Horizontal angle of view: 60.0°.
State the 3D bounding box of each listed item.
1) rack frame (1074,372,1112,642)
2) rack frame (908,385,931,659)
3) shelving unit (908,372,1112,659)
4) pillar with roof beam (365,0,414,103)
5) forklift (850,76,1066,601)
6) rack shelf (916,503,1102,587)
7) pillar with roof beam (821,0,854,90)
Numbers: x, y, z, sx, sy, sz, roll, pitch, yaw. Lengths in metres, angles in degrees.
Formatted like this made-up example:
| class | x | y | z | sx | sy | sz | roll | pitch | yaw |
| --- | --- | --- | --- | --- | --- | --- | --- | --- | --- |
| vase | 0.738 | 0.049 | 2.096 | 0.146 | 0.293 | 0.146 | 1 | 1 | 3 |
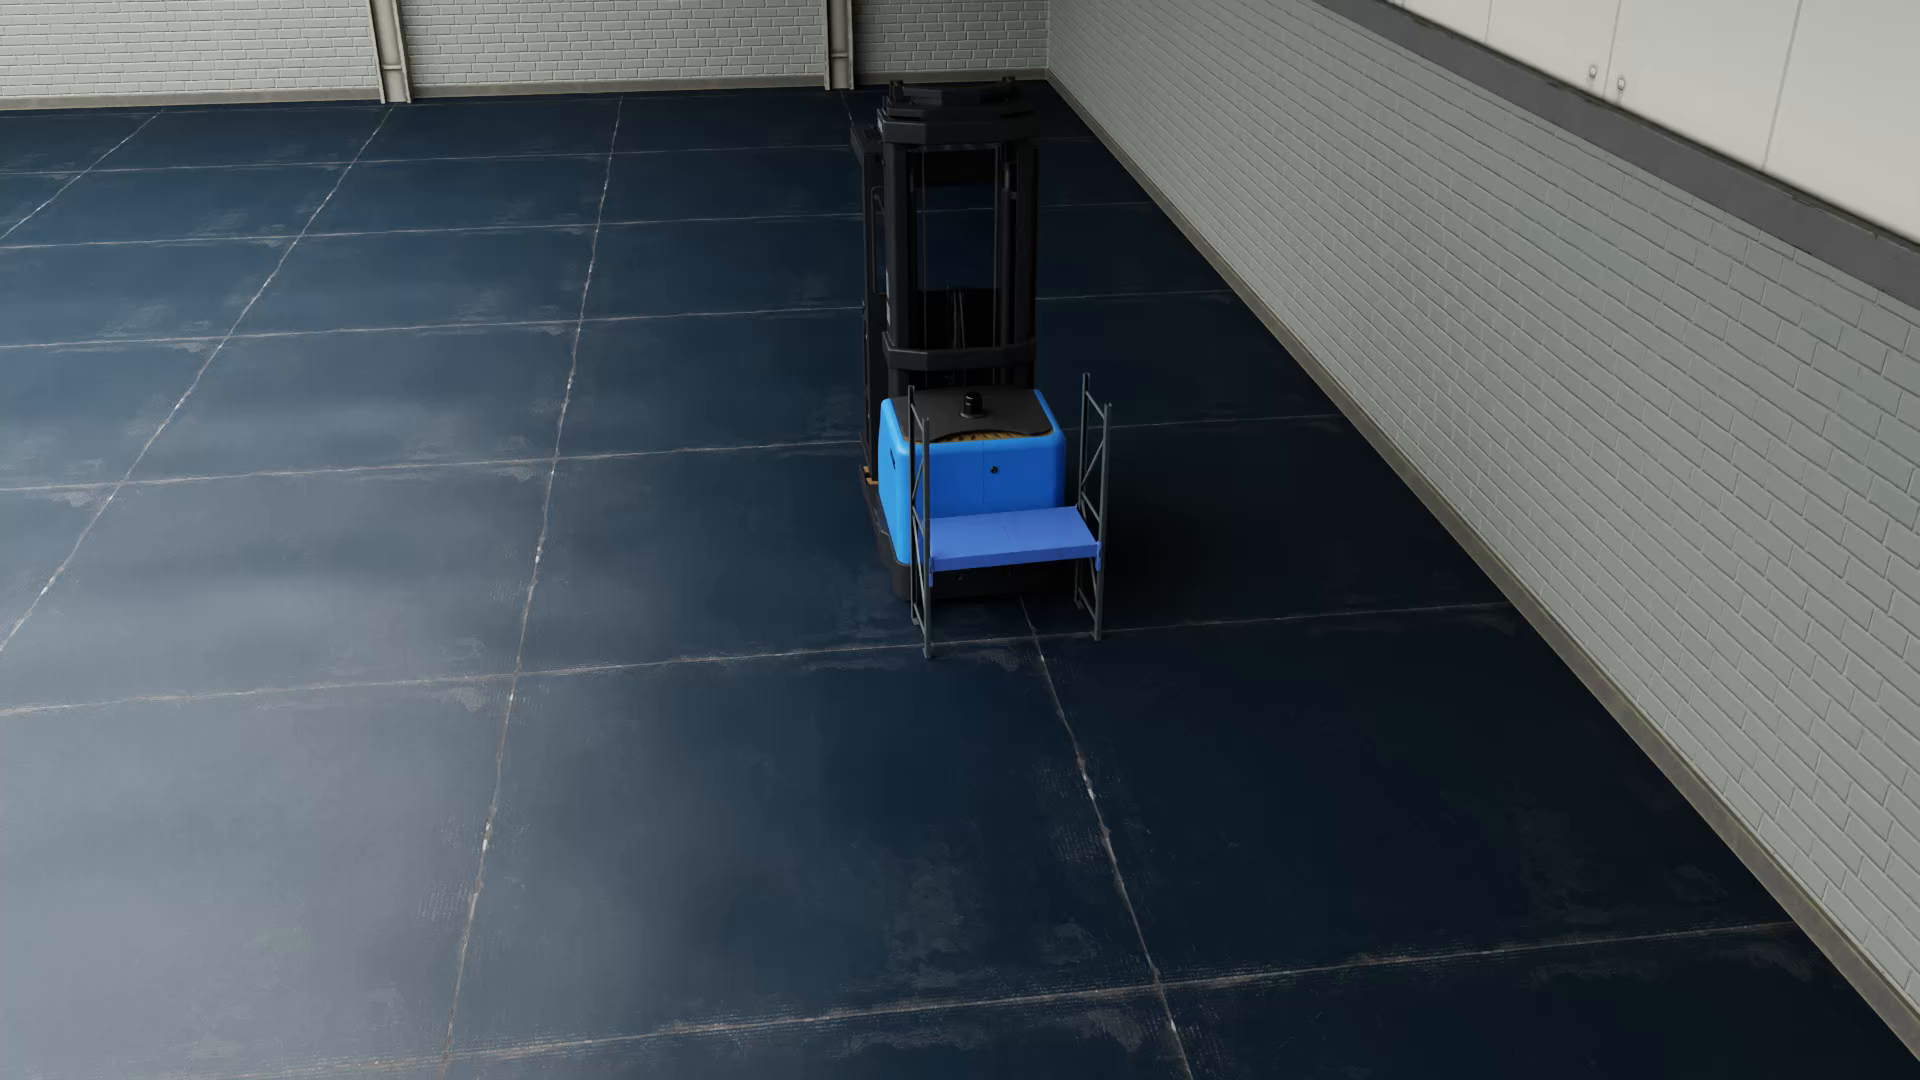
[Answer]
| class | x | y | z | sx | sy | sz | roll | pitch | yaw |
| --- | --- | --- | --- | --- | --- | --- | --- | --- | --- |
| rack frame | 0.768 | -0.181 | 9.659 | 0.032 | 1.500 | 0.500 | -5 | 28 | -10 |
| rack frame | -0.229 | -0.091 | 9.483 | 0.032 | 1.500 | 0.500 | -5 | 28 | -10 |
| shelving unit | 0.269 | -0.136 | 9.571 | 1.048 | 1.500 | 0.538 | -5 | 28 | -10 |
| pillar with roof beam | -7.035 | -8.029 | 16.744 | 0.400 | 9.000 | 9.100 | -4 | 27 | -7 |
| forklift | -0.099 | -1.584 | 10.830 | 1.130 | 2.935 | 3.031 | -4 | 27 | -8 |
| rack shelf | 0.269 | 0.023 | 9.654 | 1.000 | 0.185 | 0.538 | -5 | 28 | -10 |
| pillar with roof beam | -1.094 | -8.411 | 17.488 | 0.400 | 9.000 | 9.100 | -4 | 27 | -7 |
